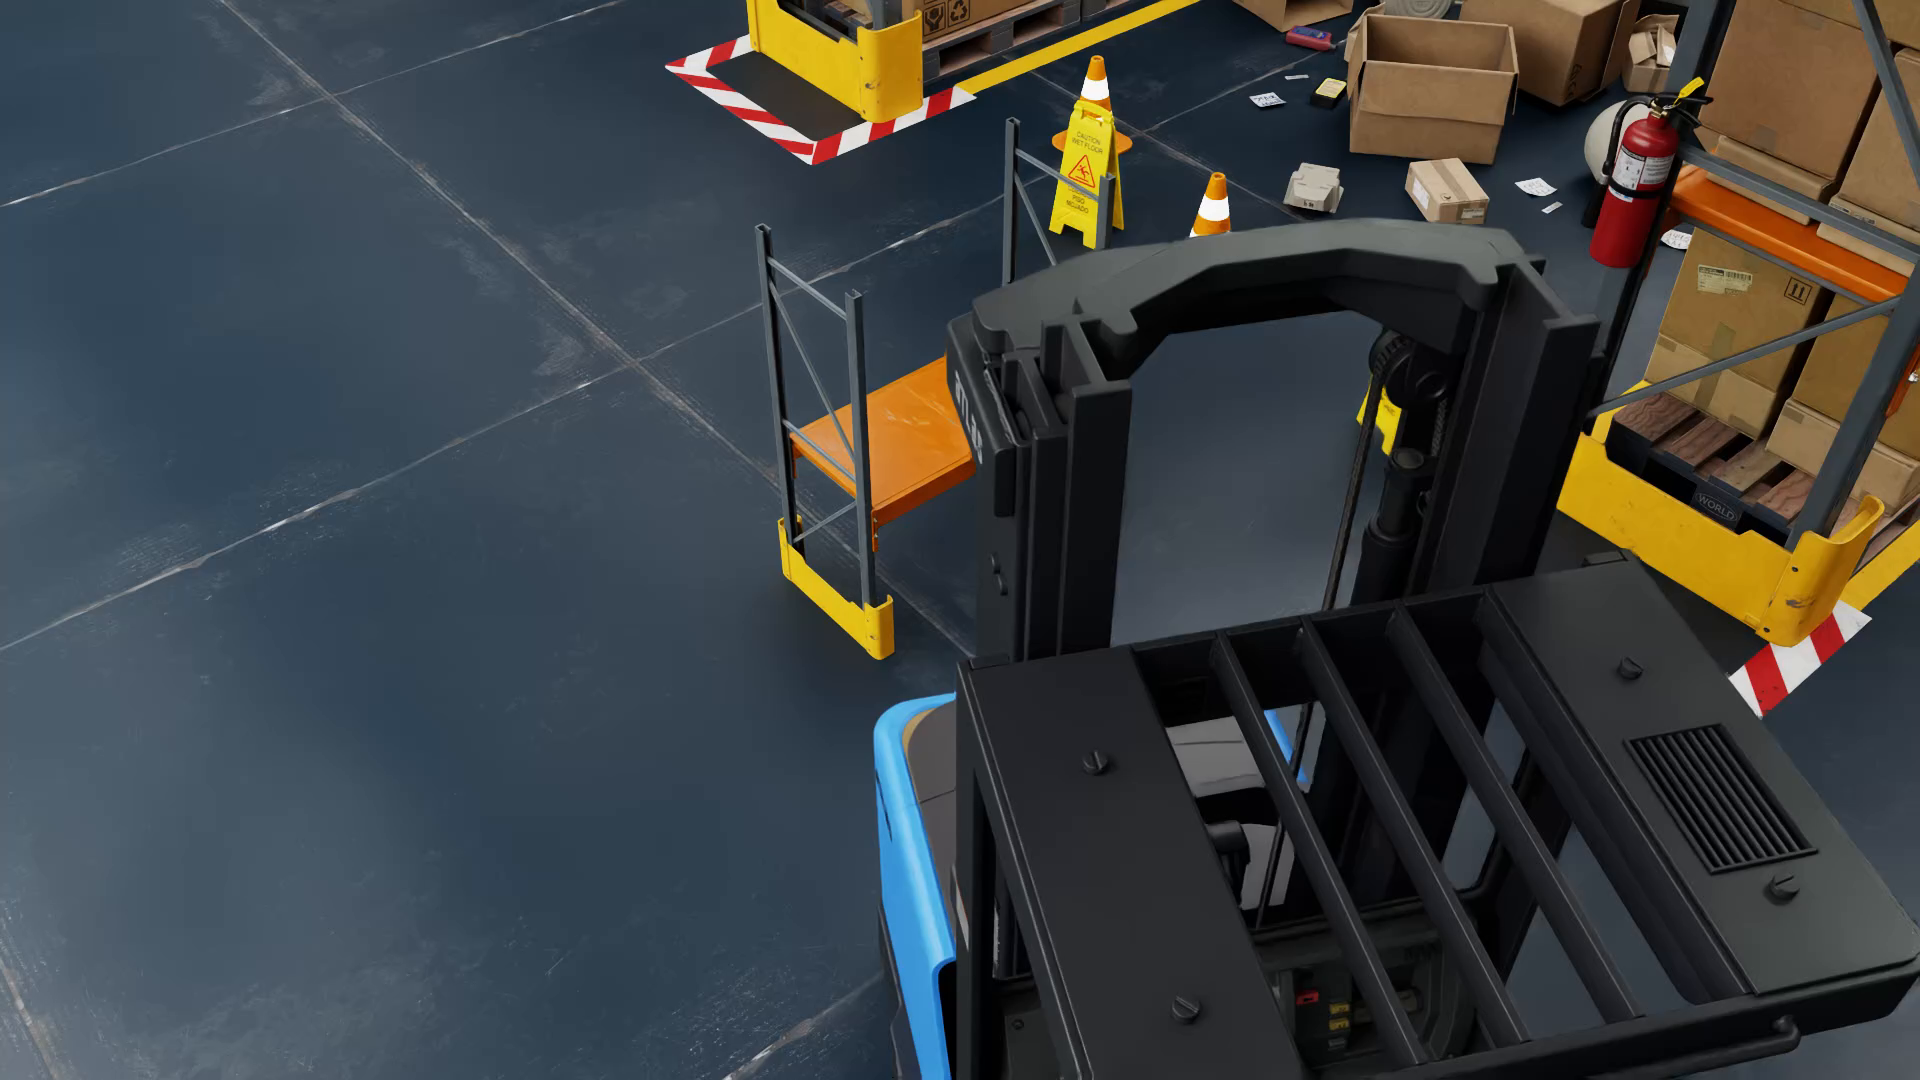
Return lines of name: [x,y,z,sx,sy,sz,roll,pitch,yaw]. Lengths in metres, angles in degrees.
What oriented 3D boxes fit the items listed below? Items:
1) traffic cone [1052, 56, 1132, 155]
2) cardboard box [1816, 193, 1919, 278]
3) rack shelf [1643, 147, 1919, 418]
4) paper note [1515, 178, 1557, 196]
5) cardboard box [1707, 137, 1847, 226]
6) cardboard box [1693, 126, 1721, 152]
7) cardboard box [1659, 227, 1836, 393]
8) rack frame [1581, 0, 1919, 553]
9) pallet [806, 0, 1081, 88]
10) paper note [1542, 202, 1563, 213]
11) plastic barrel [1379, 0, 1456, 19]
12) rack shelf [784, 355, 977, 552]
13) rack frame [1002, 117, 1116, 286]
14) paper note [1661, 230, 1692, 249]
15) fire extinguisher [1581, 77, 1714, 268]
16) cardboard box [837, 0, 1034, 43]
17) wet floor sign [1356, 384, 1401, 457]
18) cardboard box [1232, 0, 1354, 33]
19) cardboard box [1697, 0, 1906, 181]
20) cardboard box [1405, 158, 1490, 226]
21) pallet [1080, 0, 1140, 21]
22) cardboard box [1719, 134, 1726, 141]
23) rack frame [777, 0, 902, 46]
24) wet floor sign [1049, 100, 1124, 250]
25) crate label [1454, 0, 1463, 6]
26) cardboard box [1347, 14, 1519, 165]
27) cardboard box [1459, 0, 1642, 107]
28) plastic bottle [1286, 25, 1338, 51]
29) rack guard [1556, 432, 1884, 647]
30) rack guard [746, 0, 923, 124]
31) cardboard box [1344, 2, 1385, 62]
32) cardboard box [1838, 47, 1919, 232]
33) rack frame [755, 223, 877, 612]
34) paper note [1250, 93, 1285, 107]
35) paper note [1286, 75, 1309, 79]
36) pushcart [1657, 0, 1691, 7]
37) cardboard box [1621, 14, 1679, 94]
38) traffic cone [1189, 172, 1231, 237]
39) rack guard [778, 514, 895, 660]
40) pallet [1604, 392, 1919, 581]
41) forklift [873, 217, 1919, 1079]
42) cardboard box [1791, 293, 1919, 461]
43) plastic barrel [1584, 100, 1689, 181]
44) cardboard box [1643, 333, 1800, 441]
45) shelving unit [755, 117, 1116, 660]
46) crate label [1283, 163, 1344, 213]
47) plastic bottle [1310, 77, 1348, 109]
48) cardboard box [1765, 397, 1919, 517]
traffic cone: [0.665,-2.165,8.217,0.334,0.463,0.336,-30,51,-28]
cardboard box: [2.993,-0.996,5.303,0.250,0.149,0.380,-30,51,-28]
rack shelf: [4.134,-1.663,6.355,4.000,0.370,1.077,-30,51,-28]
paper note: [2.796,-1.715,8.063,0.142,0.019,0.148,-14,45,-14]
cardboard box: [2.749,-1.232,5.554,0.250,0.149,0.380,-28,50,-27]
cardboard box: [3.973,-2.138,8.159,0.500,0.500,0.500,0,43,0]
cardboard box: [3.047,-0.960,6.235,0.500,0.500,0.500,-29,51,-28]
rack frame: [2.600,-1.047,5.174,0.127,3.000,1.000,-30,51,-28]
pallet: [-0.090,-2.978,9.267,1.213,0.211,1.003,-30,51,-28]
paper note: [2.826,-1.586,7.932,0.123,0.001,0.032,-30,51,-28]
plastic barrel: [2.529,-3.116,9.259,0.421,0.421,0.512,0,43,0]
rack shelf: [-0.065,-0.378,5.820,1.000,0.185,0.538,-30,51,-28]
rack frame: [0.324,-0.733,5.934,0.032,1.500,0.500,-30,51,-28]
paper note: [3.337,-1.400,7.718,0.142,0.019,0.148,22,47,21]
fire extinguisher: [2.216,-1.211,5.404,0.183,0.674,0.296,-30,51,-28]
cardboard box: [-0.176,-3.313,8.832,0.875,0.875,0.875,-29,51,-28]
wet floor sign: [1.768,-0.667,6.489,0.232,0.644,0.267,-14,45,-14]
cardboard box: [1.882,-3.228,9.320,0.500,0.500,0.500,-21,47,-21]
cardboard box: [2.839,-1.575,5.446,0.500,0.500,0.500,-31,51,-29]
cardboard box: [2.309,-1.644,7.892,0.250,0.149,0.380,-7,44,-7]
pallet: [0.845,-3.511,9.834,1.213,0.211,1.003,-30,51,-28]
cardboard box: [2.873,-1.402,5.735,0.250,0.149,0.380,-30,51,-28]
rack frame: [-0.654,-3.602,7.894,0.127,3.000,1.000,-30,51,-28]
wet floor sign: [0.595,-1.691,7.580,0.267,0.644,0.232,30,51,28]
crate label: [2.930,-3.180,9.536,0.298,0.136,0.250,7,44,7]
cardboard box: [2.323,-2.238,8.265,0.797,0.503,0.637,7,44,7]
cardboard box: [3.035,-2.703,8.661,0.503,0.637,0.797,-30,51,-28]
plastic bottle: [1.947,-2.750,9.133,0.283,0.061,0.133,22,47,21]
rack guard: [2.658,-0.169,6.065,0.348,0.500,1.175,-30,51,-28]
rack guard: [-0.672,-2.680,8.739,0.348,0.500,1.175,-30,51,-28]
cardboard box: [2.278,-2.640,8.867,0.258,0.266,0.396,-21,47,-21]
cardboard box: [3.141,-1.254,5.104,0.500,0.500,0.500,-31,51,-28]
rack frame: [-0.455,-0.286,5.459,0.032,1.500,0.500,-30,51,-28]
paper note: [1.607,-2.298,8.676,0.142,0.017,0.144,-14,45,-14]
paper note: [1.798,-2.470,8.873,0.123,0.001,0.032,-7,44,-7]
pushcart: [4.167,-3.023,9.194,1.648,0.377,0.936,22,47,21]
cardboard box: [3.666,-2.577,8.800,0.258,0.266,0.396,7,44,7]
traffic cone: [1.129,-1.422,7.426,0.334,0.463,0.336,-30,51,-28]
rack guard: [-0.440,0.161,5.896,0.087,0.250,0.587,-30,51,-28]
pallet: [3.304,-0.402,6.524,1.213,0.211,1.003,-30,51,-28]
forklift: [0.589,1.047,2.994,1.130,2.935,3.031,-9,44,-9]
cardboard box: [3.414,-0.691,5.949,0.500,0.500,0.500,-32,52,-29]
plastic barrel: [3.213,-1.810,7.868,0.421,0.421,0.512,0,43,0]
cardboard box: [3.066,-0.705,6.511,0.500,0.250,0.500,-30,51,-28]
shelving unit: [-0.058,-0.513,5.701,1.083,1.500,0.587,-30,51,-28]
crate label: [1.692,-1.681,7.940,0.250,0.136,0.298,14,45,15]
plastic bottle: [1.948,-2.359,8.717,0.133,0.061,0.283,22,47,21]
cardboard box: [3.396,-0.407,6.194,0.500,0.250,0.500,-30,51,-28]
